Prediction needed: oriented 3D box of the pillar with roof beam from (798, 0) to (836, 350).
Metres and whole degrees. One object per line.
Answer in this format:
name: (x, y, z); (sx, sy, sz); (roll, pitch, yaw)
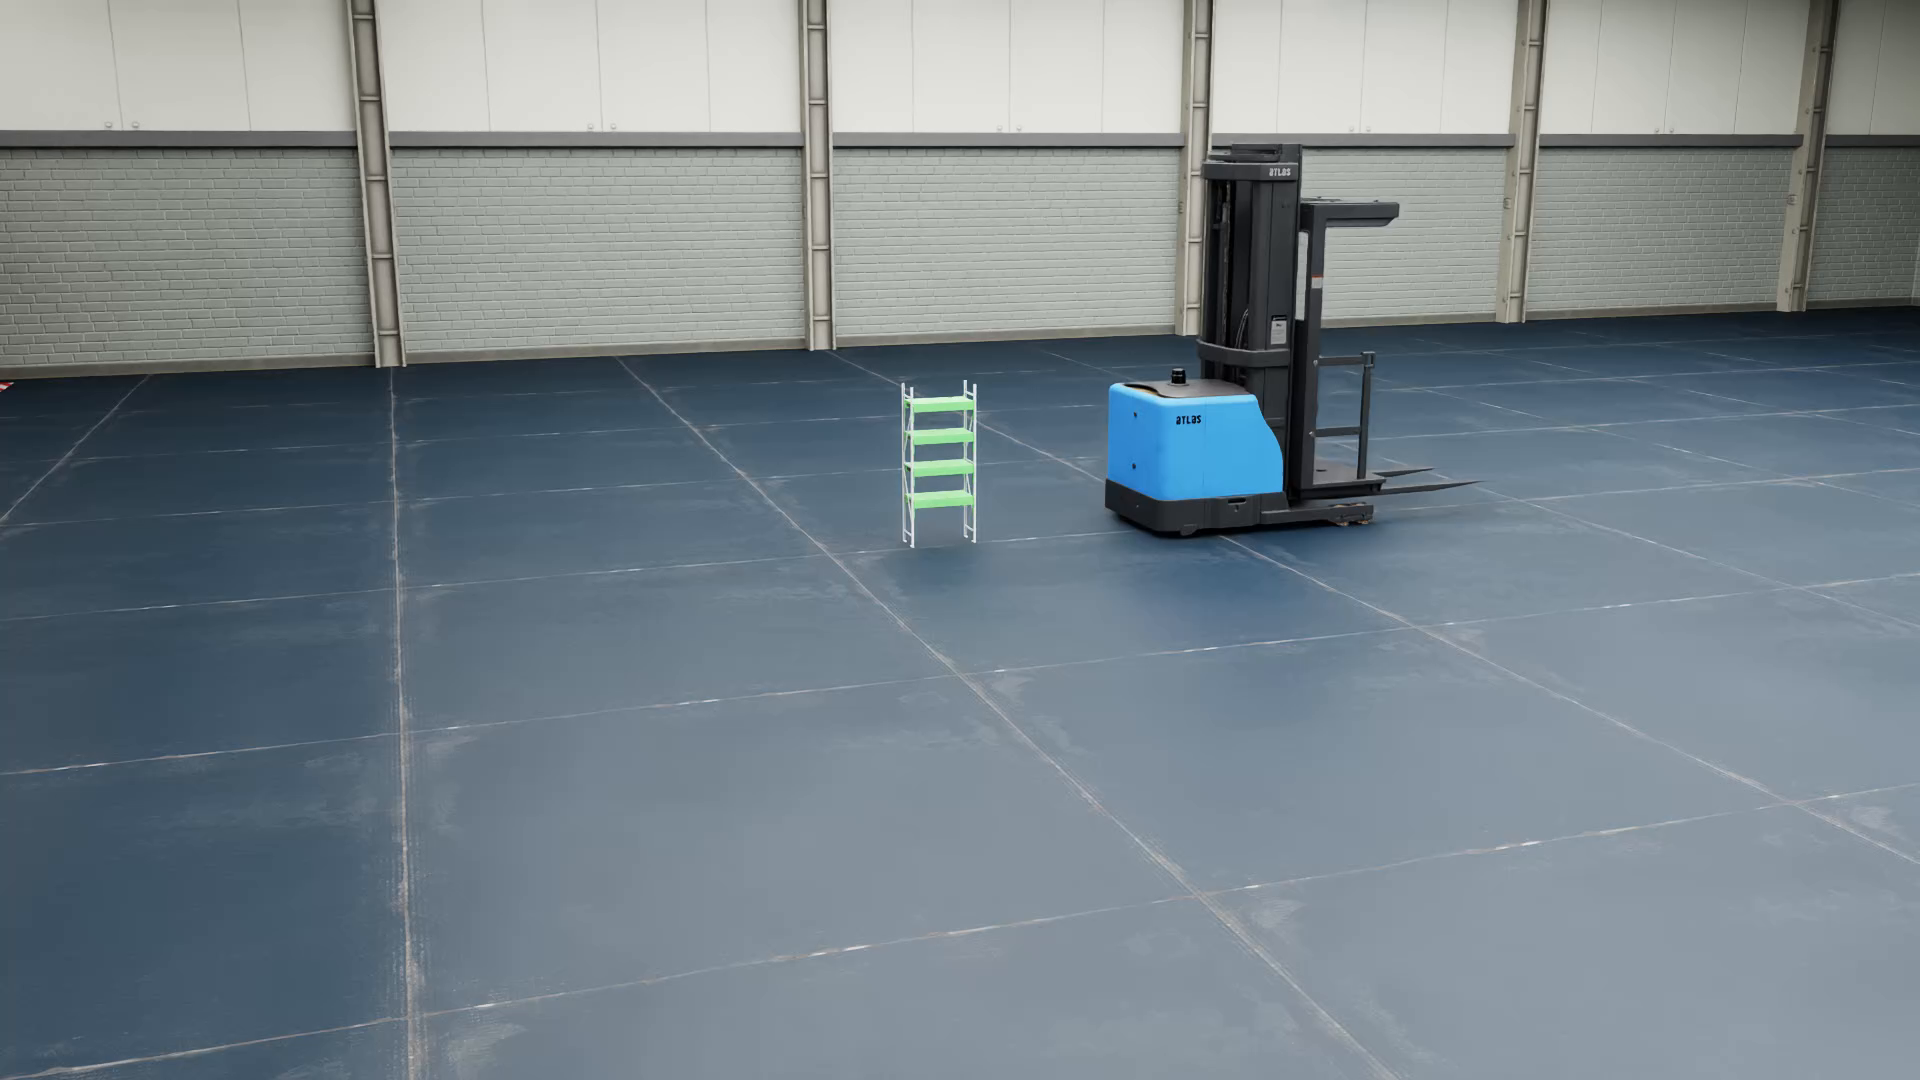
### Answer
pillar with roof beam: (-0.677, -6.249, 19.467); (0.400, 9.000, 9.100); (-4, 14, -18)

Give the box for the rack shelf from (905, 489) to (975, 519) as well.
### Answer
rack shelf: (-0.157, -0.276, 12.523); (0.480, 0.148, 0.258); (-4, 14, -18)

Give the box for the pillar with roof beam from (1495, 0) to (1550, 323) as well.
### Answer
pillar with roof beam: (10.697, -7.135, 23.191); (0.400, 9.000, 9.100); (-4, 14, -18)

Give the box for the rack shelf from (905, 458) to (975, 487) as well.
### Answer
rack shelf: (-0.157, -0.509, 12.467); (0.480, 0.148, 0.258); (-4, 14, -18)

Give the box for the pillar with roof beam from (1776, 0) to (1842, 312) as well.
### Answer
pillar with roof beam: (16.383, -7.577, 25.052); (0.400, 9.000, 9.100); (-4, 14, -18)

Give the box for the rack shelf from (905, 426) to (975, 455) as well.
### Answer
rack shelf: (-0.157, -0.743, 12.412); (0.480, 0.148, 0.258); (-4, 14, -18)

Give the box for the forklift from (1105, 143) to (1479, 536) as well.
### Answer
forklift: (2.747, -1.645, 13.224); (3.031, 2.935, 1.130); (-5, 14, -19)

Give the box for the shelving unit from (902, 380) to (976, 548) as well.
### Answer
shelving unit: (-0.157, -0.571, 12.453); (0.503, 1.200, 0.258); (-4, 14, -18)

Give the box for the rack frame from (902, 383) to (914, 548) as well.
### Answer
rack frame: (-0.388, -0.553, 12.377); (0.015, 1.200, 0.240); (-4, 14, -18)

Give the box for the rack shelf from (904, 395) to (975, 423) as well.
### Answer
rack shelf: (-0.157, -0.976, 12.356); (0.480, 0.148, 0.258); (-4, 14, -18)

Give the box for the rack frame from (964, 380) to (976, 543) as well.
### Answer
rack frame: (0.074, -0.590, 12.528); (0.015, 1.200, 0.240); (-4, 14, -18)
